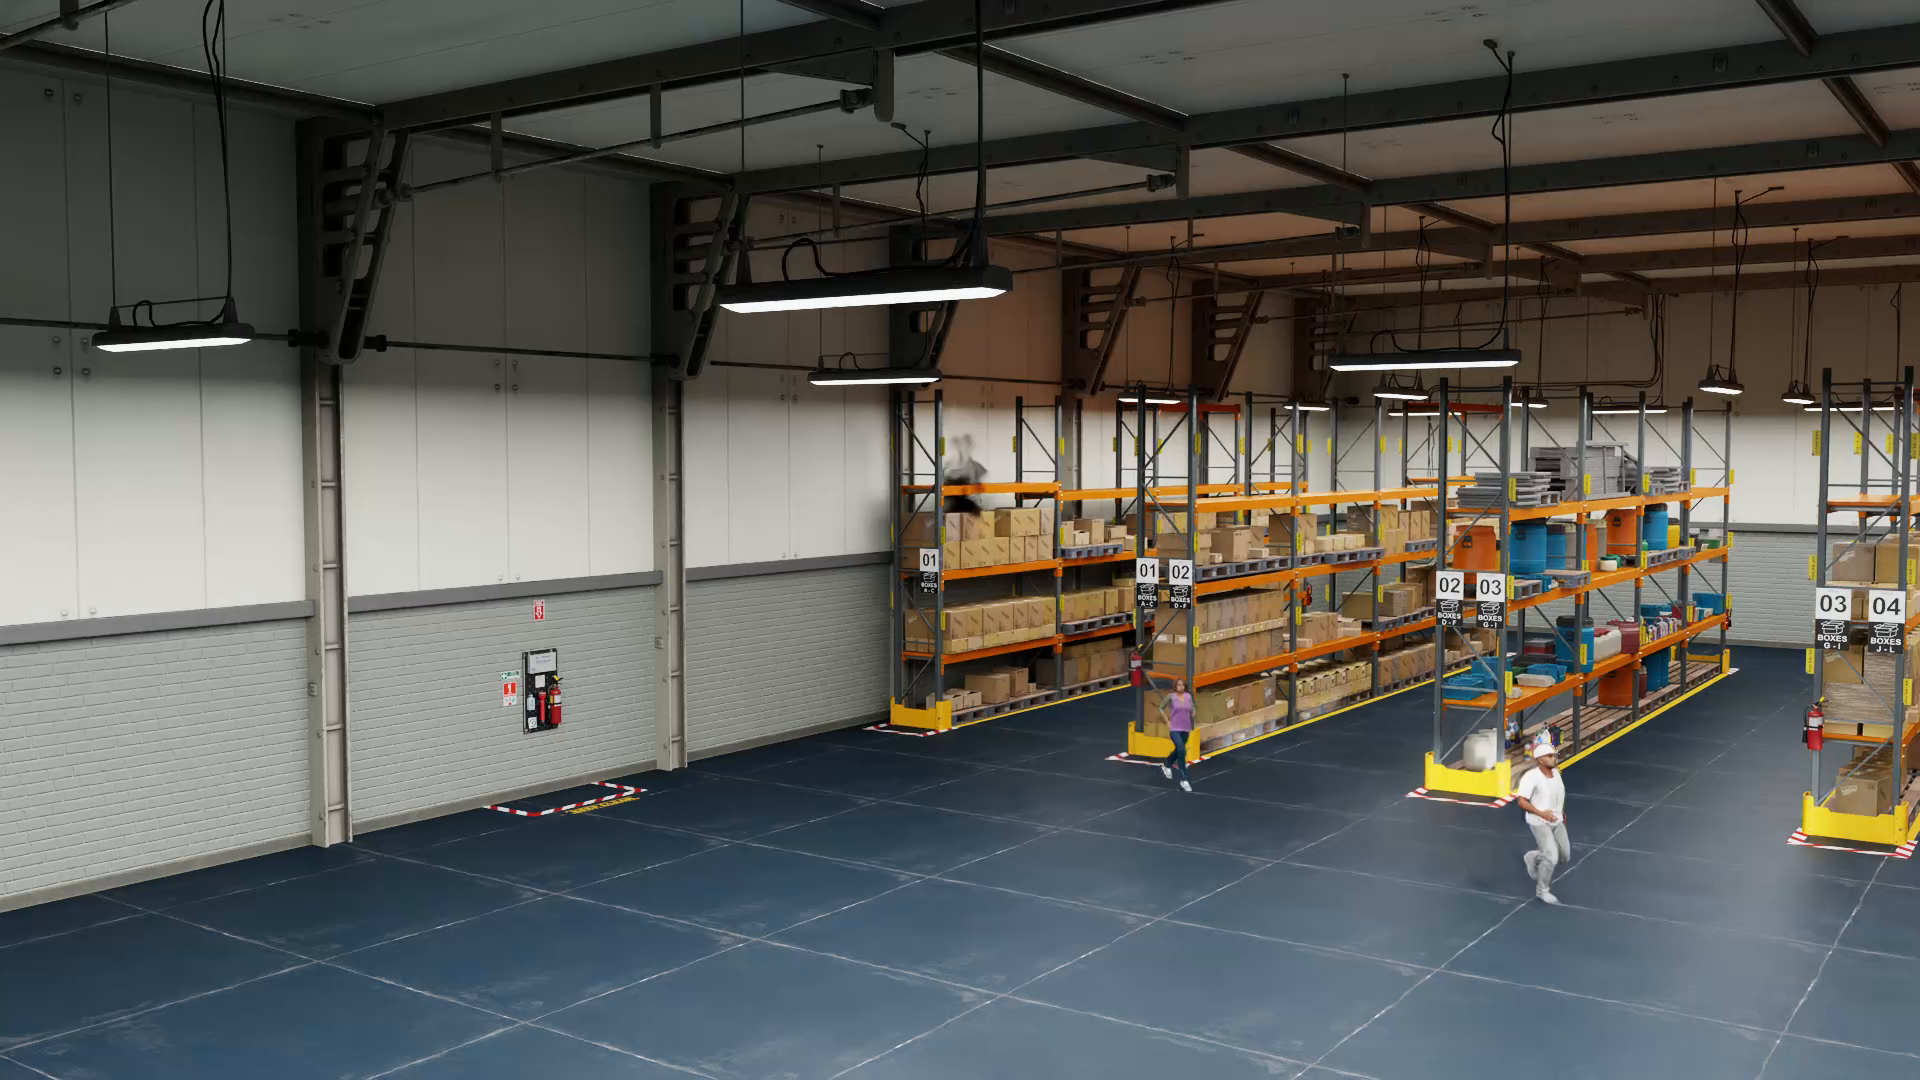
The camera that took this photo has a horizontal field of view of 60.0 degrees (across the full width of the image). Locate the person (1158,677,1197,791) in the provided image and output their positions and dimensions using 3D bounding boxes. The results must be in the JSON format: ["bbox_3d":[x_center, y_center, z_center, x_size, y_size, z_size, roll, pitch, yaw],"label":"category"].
[{"bbox_3d":[3.223,2.818,24.471,0.523,1.616,0.817,-1,4,-24],"label":"person"}]

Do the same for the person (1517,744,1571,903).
[{"bbox_3d":[6.453,3.113,18.399,0.736,1.727,0.613,-2,4,-33],"label":"person"}]
